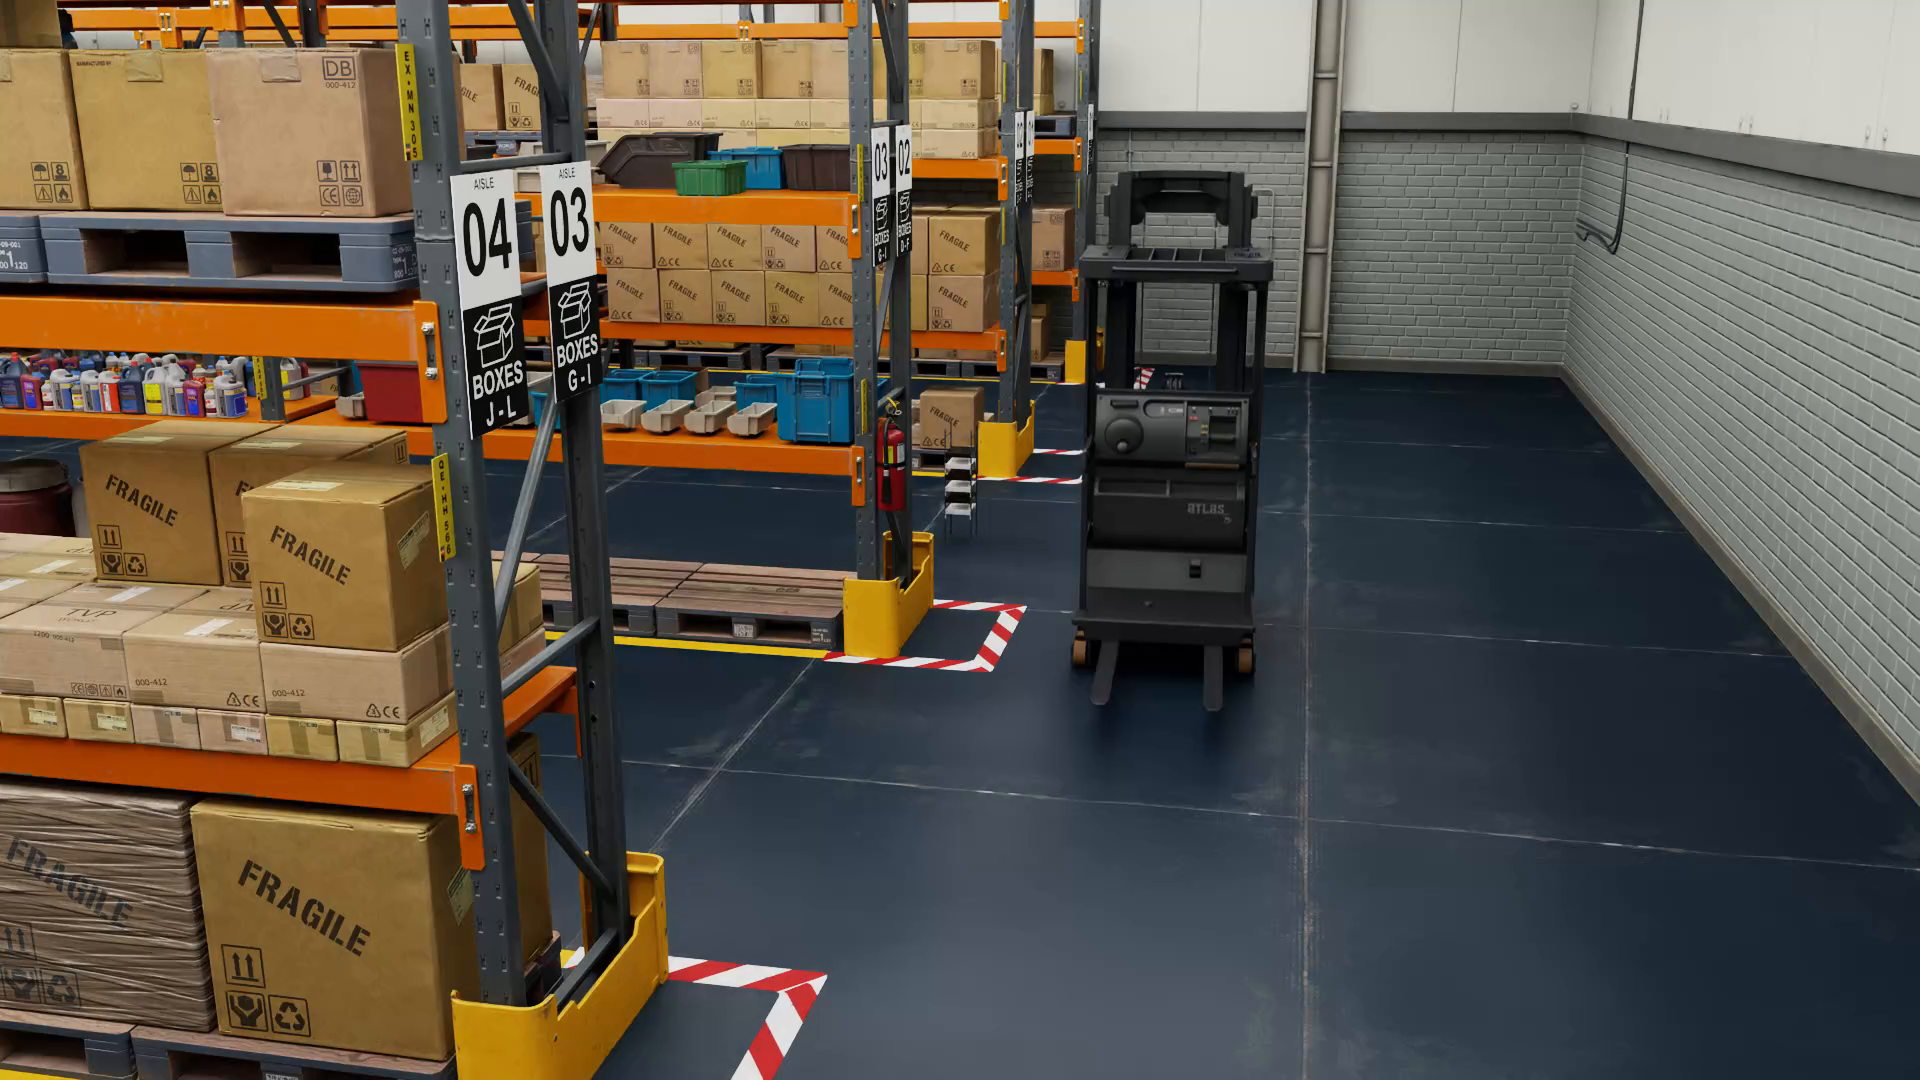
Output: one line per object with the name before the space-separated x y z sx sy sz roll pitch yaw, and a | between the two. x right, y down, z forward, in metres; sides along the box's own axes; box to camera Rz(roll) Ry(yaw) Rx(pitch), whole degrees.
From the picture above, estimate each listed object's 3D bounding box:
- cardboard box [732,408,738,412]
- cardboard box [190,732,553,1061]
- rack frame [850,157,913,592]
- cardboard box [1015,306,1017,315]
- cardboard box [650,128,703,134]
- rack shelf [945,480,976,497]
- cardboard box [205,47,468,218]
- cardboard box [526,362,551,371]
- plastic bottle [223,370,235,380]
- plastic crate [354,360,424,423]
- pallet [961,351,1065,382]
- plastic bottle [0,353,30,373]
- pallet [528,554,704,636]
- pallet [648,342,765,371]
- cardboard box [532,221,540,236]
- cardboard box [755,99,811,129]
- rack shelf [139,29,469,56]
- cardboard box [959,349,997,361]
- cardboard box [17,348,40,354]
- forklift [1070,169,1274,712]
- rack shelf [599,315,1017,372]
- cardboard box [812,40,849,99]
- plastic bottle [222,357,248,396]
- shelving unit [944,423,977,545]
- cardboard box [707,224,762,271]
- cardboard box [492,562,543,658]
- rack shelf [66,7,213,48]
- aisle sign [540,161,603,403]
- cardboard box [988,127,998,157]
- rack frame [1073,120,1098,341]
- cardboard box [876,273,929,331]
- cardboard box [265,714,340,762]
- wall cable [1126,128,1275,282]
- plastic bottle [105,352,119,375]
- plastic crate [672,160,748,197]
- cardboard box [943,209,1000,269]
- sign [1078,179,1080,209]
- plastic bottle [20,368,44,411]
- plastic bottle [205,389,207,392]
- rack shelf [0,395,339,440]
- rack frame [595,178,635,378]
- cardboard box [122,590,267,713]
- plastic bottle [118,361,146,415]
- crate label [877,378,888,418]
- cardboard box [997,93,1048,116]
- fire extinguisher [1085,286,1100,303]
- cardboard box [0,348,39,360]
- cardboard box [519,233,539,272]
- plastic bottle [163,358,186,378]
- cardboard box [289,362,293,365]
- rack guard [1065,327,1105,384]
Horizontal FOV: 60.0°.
cardboard box | -2.058 -1.293 16.253 0.500 0.311 0.500 3 16 11
cardboard box | -2.109 1.240 6.091 0.875 0.875 0.875 3 16 11
rack frame | -0.479 -0.864 10.493 0.127 3.000 1.000 3 16 11
cardboard box | 0.627 -2.737 19.933 0.250 0.149 0.380 3 16 10
cardboard box | -2.491 -3.628 15.131 0.500 0.250 0.500 3 16 11
rack shelf | 0.008 -0.401 12.879 0.200 0.077 0.258 3 16 11
cardboard box | -1.986 -1.327 5.382 0.500 0.500 0.700 2 16 8
cardboard box | -4.358 -1.495 16.628 0.500 0.500 0.500 3 16 12
plastic bottle | -5.141 -1.091 11.685 0.097 0.201 0.097 0 15 0
plastic crate | -3.574 -1.024 10.836 0.583 0.464 0.402 3 16 11
pallet | 0.696 -2.134 20.301 1.213 0.211 1.003 3 16 11
plastic bottle | -6.545 -1.122 11.516 0.185 0.351 0.144 3 16 11
pallet | -2.471 0.360 11.297 1.213 0.211 1.003 3 16 11
pallet | -3.195 -2.346 21.067 1.213 0.211 1.003 3 16 11
cardboard box | -5.408 -3.960 20.885 0.500 0.500 0.500 4 16 13
cardboard box | -1.513 -3.814 14.866 0.500 0.250 0.500 3 16 11
rack shelf | -8.304 -6.340 21.118 4.000 0.370 1.077 3 16 11
cardboard box | 0.299 -2.491 20.263 0.500 0.500 0.700 3 16 11
cardboard box | -9.794 -1.946 17.712 0.500 0.311 0.500 3 16 11
forklift | 1.274 -0.698 10.023 1.130 2.935 3.031 2 16 8
rack shelf | -1.448 -1.920 15.650 4.000 0.370 1.077 3 16 11
cardboard box | -0.979 -4.206 14.877 0.500 0.500 0.700 3 16 11
plastic bottle | -5.135 -1.161 11.797 0.135 0.276 0.152 3 16 11
shelving unit | 0.008 -0.433 12.870 0.210 0.900 0.258 3 16 11
cardboard box | -1.993 -2.749 15.238 0.500 0.500 0.500 3 16 9
cardboard box | -1.882 0.264 6.143 0.500 0.250 0.500 3 16 10
rack shelf | -9.287 -5.044 16.439 4.000 0.370 1.077 3 16 11
aisle sign | -1.335 -0.896 5.738 0.004 0.787 0.394 3 16 11
cardboard box | 0.059 -3.627 15.129 0.500 0.250 0.500 3 16 11
rack frame | 1.496 -3.456 19.849 0.127 3.000 1.000 3 16 11
cardboard box | -0.490 -2.187 15.082 0.500 0.500 0.500 3 16 12
cardboard box | -2.135 0.606 5.655 0.250 0.149 0.380 3 16 12
wall cable | 2.939 -4.125 20.361 1.851 1.984 0.084 3 16 11
plastic bottle | -6.114 -1.219 12.016 0.097 0.271 0.097 0 15 0
plastic crate | -1.502 -2.186 10.041 0.336 0.188 0.450 3 16 11
cardboard box | 0.130 -2.783 15.358 0.500 0.500 0.500 4 16 13
sign | 1.374 -3.987 19.153 0.005 0.325 0.100 3 16 11
plastic bottle | -6.296 -1.023 11.286 0.133 0.283 0.061 3 16 11
plastic bottle | -5.087 -0.940 11.138 0.097 0.201 0.097 0 15 0
rack shelf | -6.358 -0.837 11.741 4.000 0.370 1.077 3 16 11
rack frame | -3.408 -2.373 15.939 0.127 3.000 1.000 3 16 11
cardboard box | -2.490 0.377 5.736 0.500 0.250 0.500 3 16 10
plastic bottle | -5.546 -1.026 11.171 0.185 0.351 0.144 3 16 11
crate label | -0.655 -0.912 10.866 0.303 0.233 0.416 3 16 11
cardboard box | 0.725 -5.049 19.289 0.500 0.250 0.500 4 16 13
fire extinguisher | 1.551 -3.110 19.445 0.183 0.674 0.296 3 16 11
cardboard box | -9.895 -1.803 17.197 0.500 0.311 0.500 3 16 9
cardboard box | -4.514 -2.727 16.243 0.500 0.500 0.700 6 16 20
plastic bottle | -5.336 -1.054 11.272 0.185 0.351 0.144 3 16 11
cardboard box | -6.938 -1.494 16.624 0.500 0.500 0.500 4 16 13
rack guard | 1.519 -2.250 20.178 0.348 0.500 1.175 3 16 11
